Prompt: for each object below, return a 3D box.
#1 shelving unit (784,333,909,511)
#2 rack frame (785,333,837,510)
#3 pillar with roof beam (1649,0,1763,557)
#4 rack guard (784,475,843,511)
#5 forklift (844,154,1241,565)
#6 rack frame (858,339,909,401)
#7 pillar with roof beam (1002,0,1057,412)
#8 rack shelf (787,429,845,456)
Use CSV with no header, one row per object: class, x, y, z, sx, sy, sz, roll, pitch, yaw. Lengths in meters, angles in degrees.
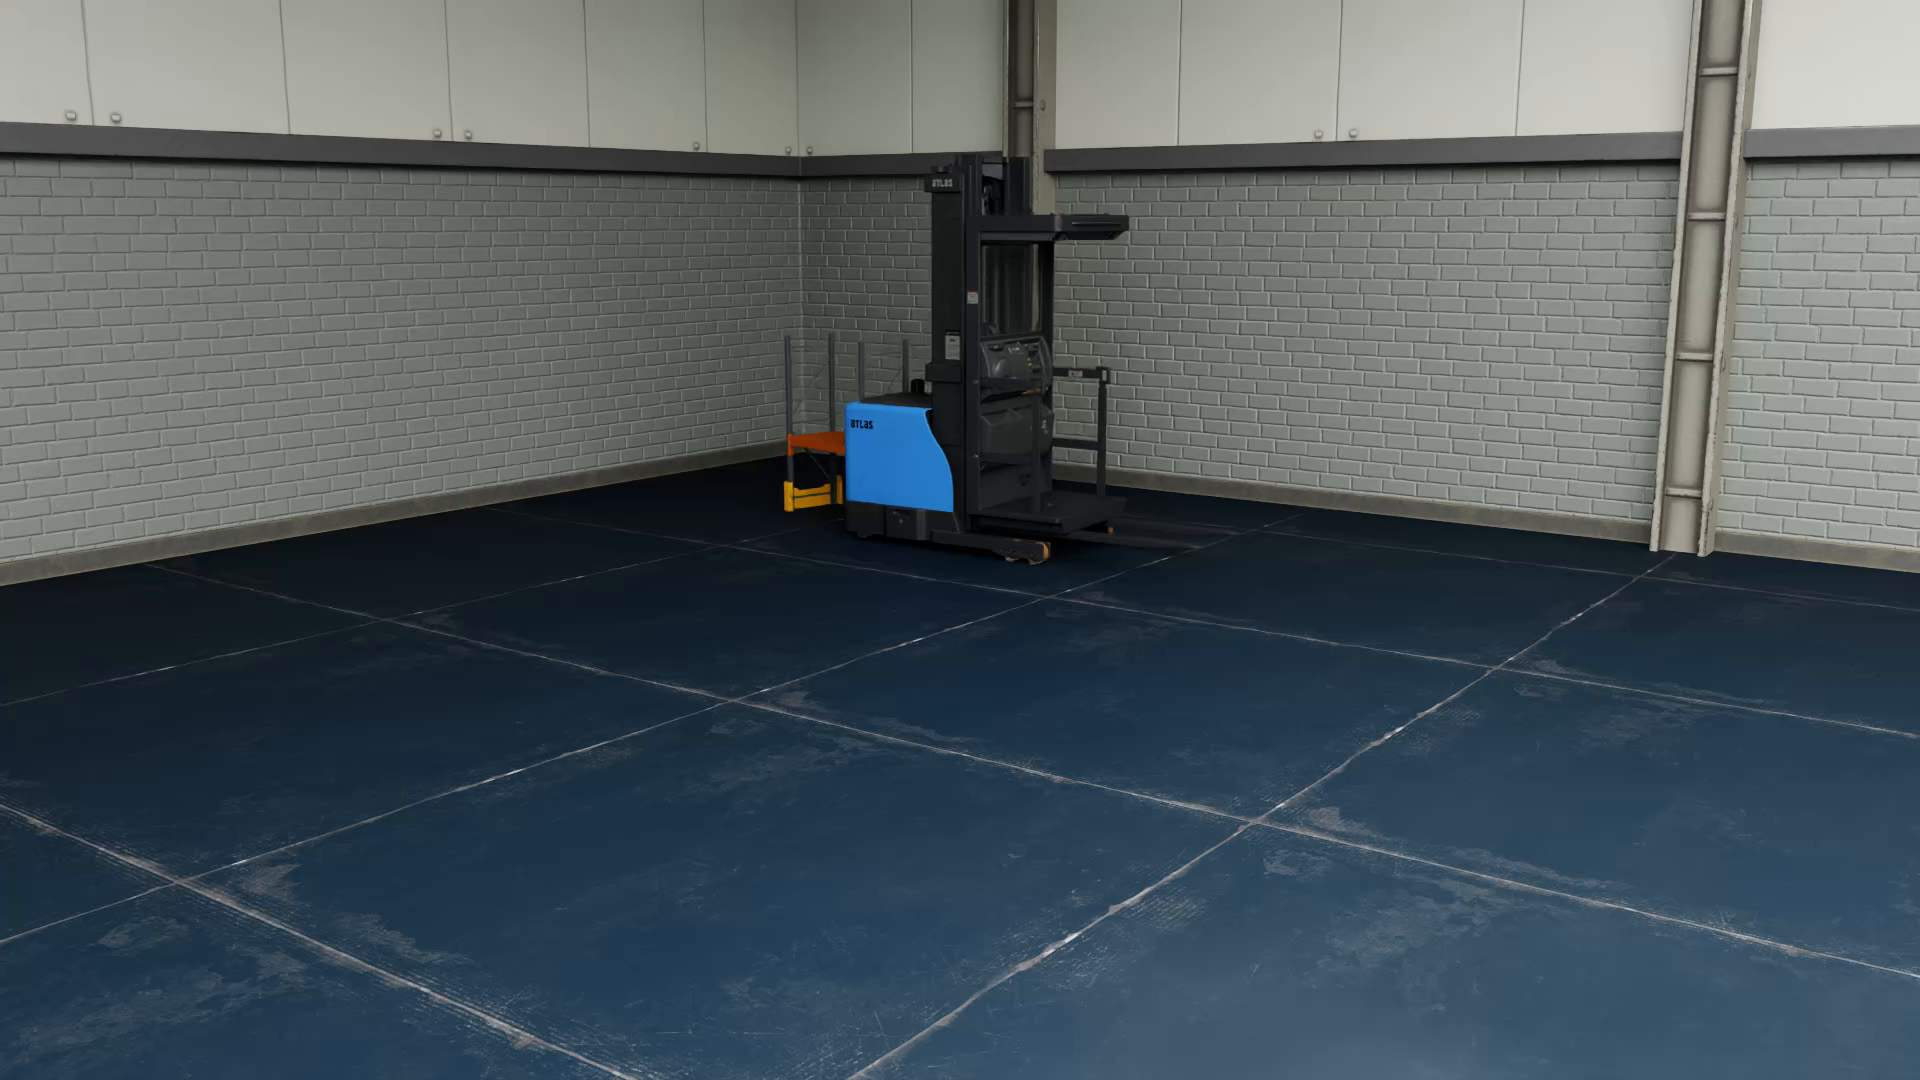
shelving unit,-0.948,-0.952,13.999,0.587,1.500,1.083,-9,14,-40
rack frame,-1.288,-1.026,14.383,0.500,1.500,0.032,-9,14,-40
pillar with roof beam,2.932,-3.681,8.365,0.400,9.000,9.100,8,13,36
rack guard,-1.275,-0.409,14.487,0.587,0.250,0.087,-9,14,-40
forklift,0.600,-1.375,12.419,3.031,2.935,1.130,7,13,32
rack frame,-0.620,-0.880,13.630,0.500,1.500,0.032,-9,14,-40
pillar with roof beam,-1.904,-4.356,11.852,0.400,9.000,9.100,8,13,36
rack shelf,-0.954,-0.776,14.040,0.538,0.185,1.000,-9,14,-40
